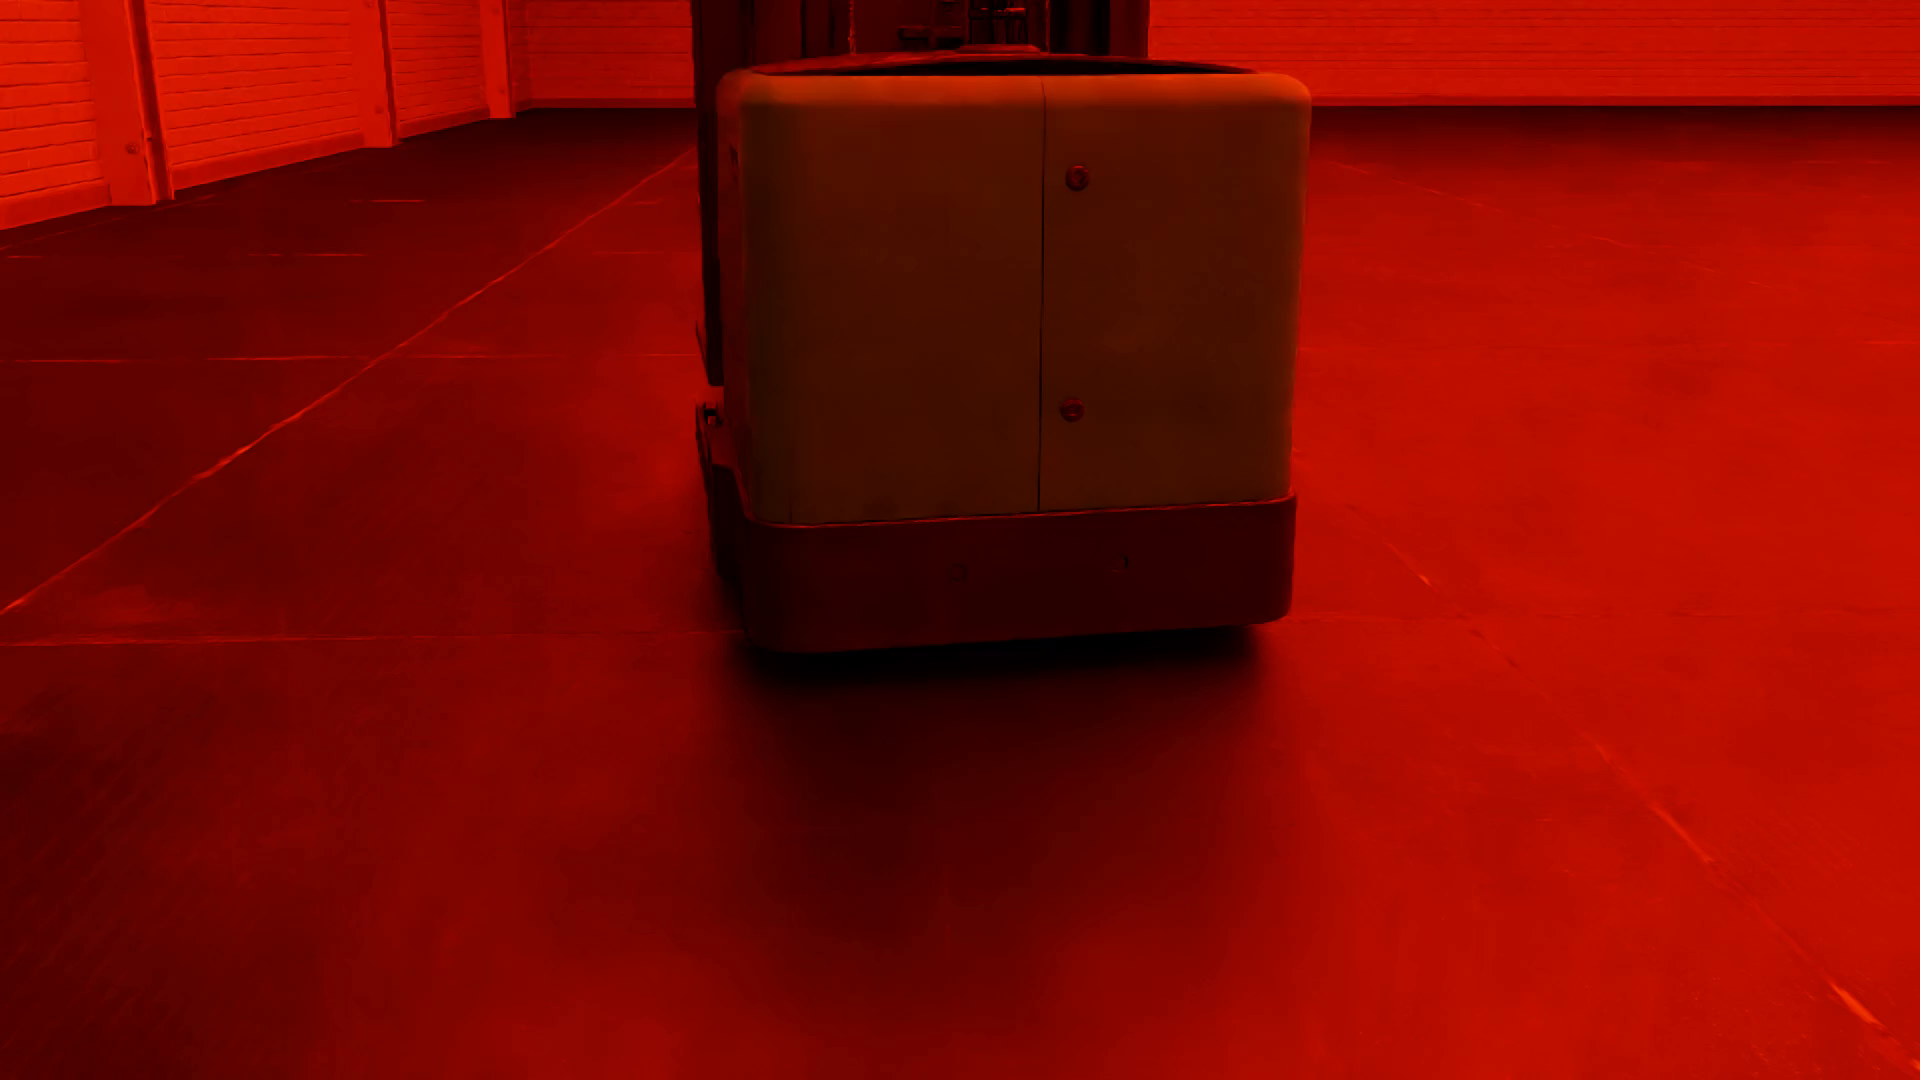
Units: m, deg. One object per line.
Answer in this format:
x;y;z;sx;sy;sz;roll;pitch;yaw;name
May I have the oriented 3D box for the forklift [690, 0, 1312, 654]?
-0.136;-1.585;4.088;1.130;2.935;3.031;-3;17;-10;forklift
